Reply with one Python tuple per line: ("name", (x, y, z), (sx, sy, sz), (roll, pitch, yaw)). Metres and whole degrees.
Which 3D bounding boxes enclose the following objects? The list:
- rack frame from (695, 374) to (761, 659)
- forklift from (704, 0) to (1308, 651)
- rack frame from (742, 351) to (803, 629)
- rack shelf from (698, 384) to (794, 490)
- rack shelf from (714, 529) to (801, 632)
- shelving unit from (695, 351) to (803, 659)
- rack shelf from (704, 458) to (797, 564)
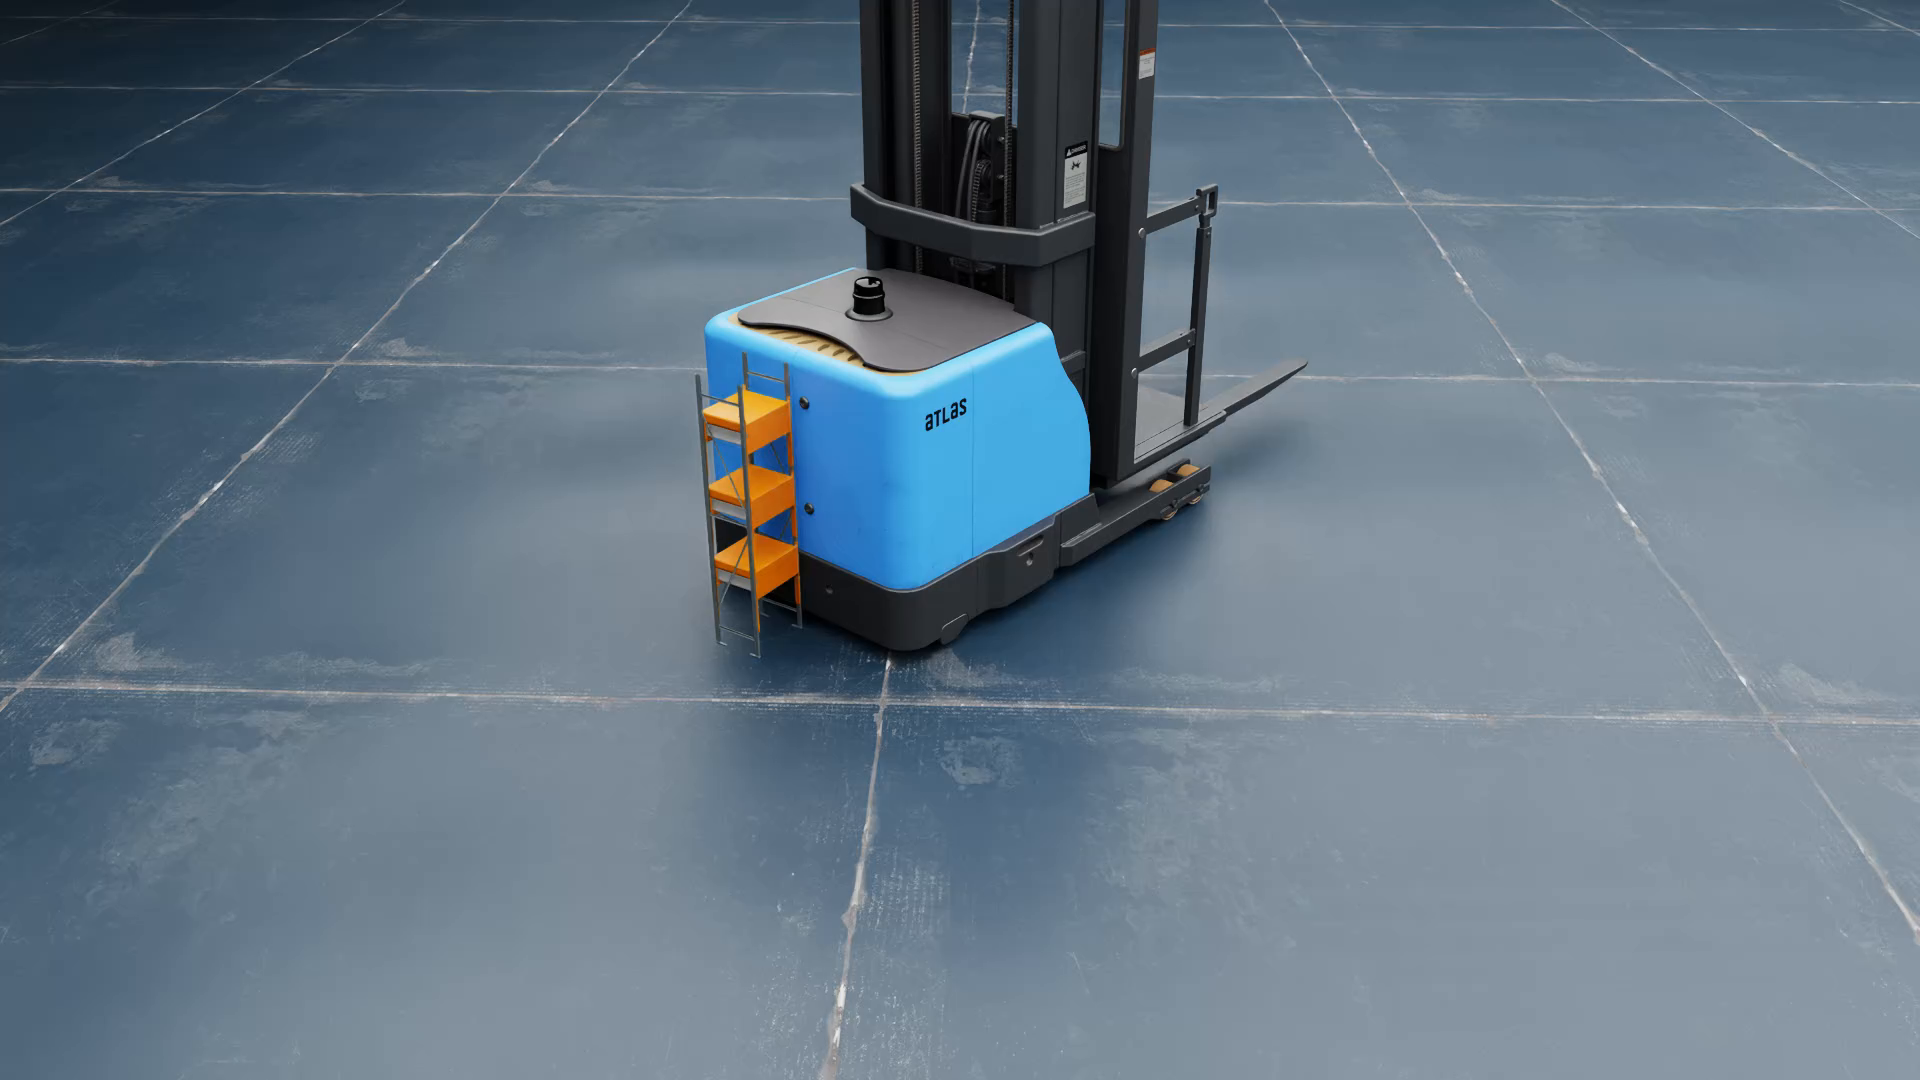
("rack frame", (-0.800, -0.066, 5.753), (0.200, 1.050, 0.008), (17, 32, 29))
("forklift", (0.409, -1.516, 6.480), (1.130, 2.935, 3.031), (22, 35, 35))
("rack frame", (-0.667, -0.162, 5.934), (0.200, 1.050, 0.008), (17, 32, 29))
("rack shelf", (-0.733, -0.355, 5.716), (0.215, 0.259, 0.240), (17, 32, 29))
("rack shelf", (-0.733, 0.141, 5.979), (0.215, 0.259, 0.240), (17, 32, 29))
("shelving unit", (-0.733, -0.114, 5.843), (0.215, 1.050, 0.252), (17, 32, 29))
("rack shelf", (-0.733, -0.104, 5.848), (0.215, 0.259, 0.240), (17, 32, 29))
